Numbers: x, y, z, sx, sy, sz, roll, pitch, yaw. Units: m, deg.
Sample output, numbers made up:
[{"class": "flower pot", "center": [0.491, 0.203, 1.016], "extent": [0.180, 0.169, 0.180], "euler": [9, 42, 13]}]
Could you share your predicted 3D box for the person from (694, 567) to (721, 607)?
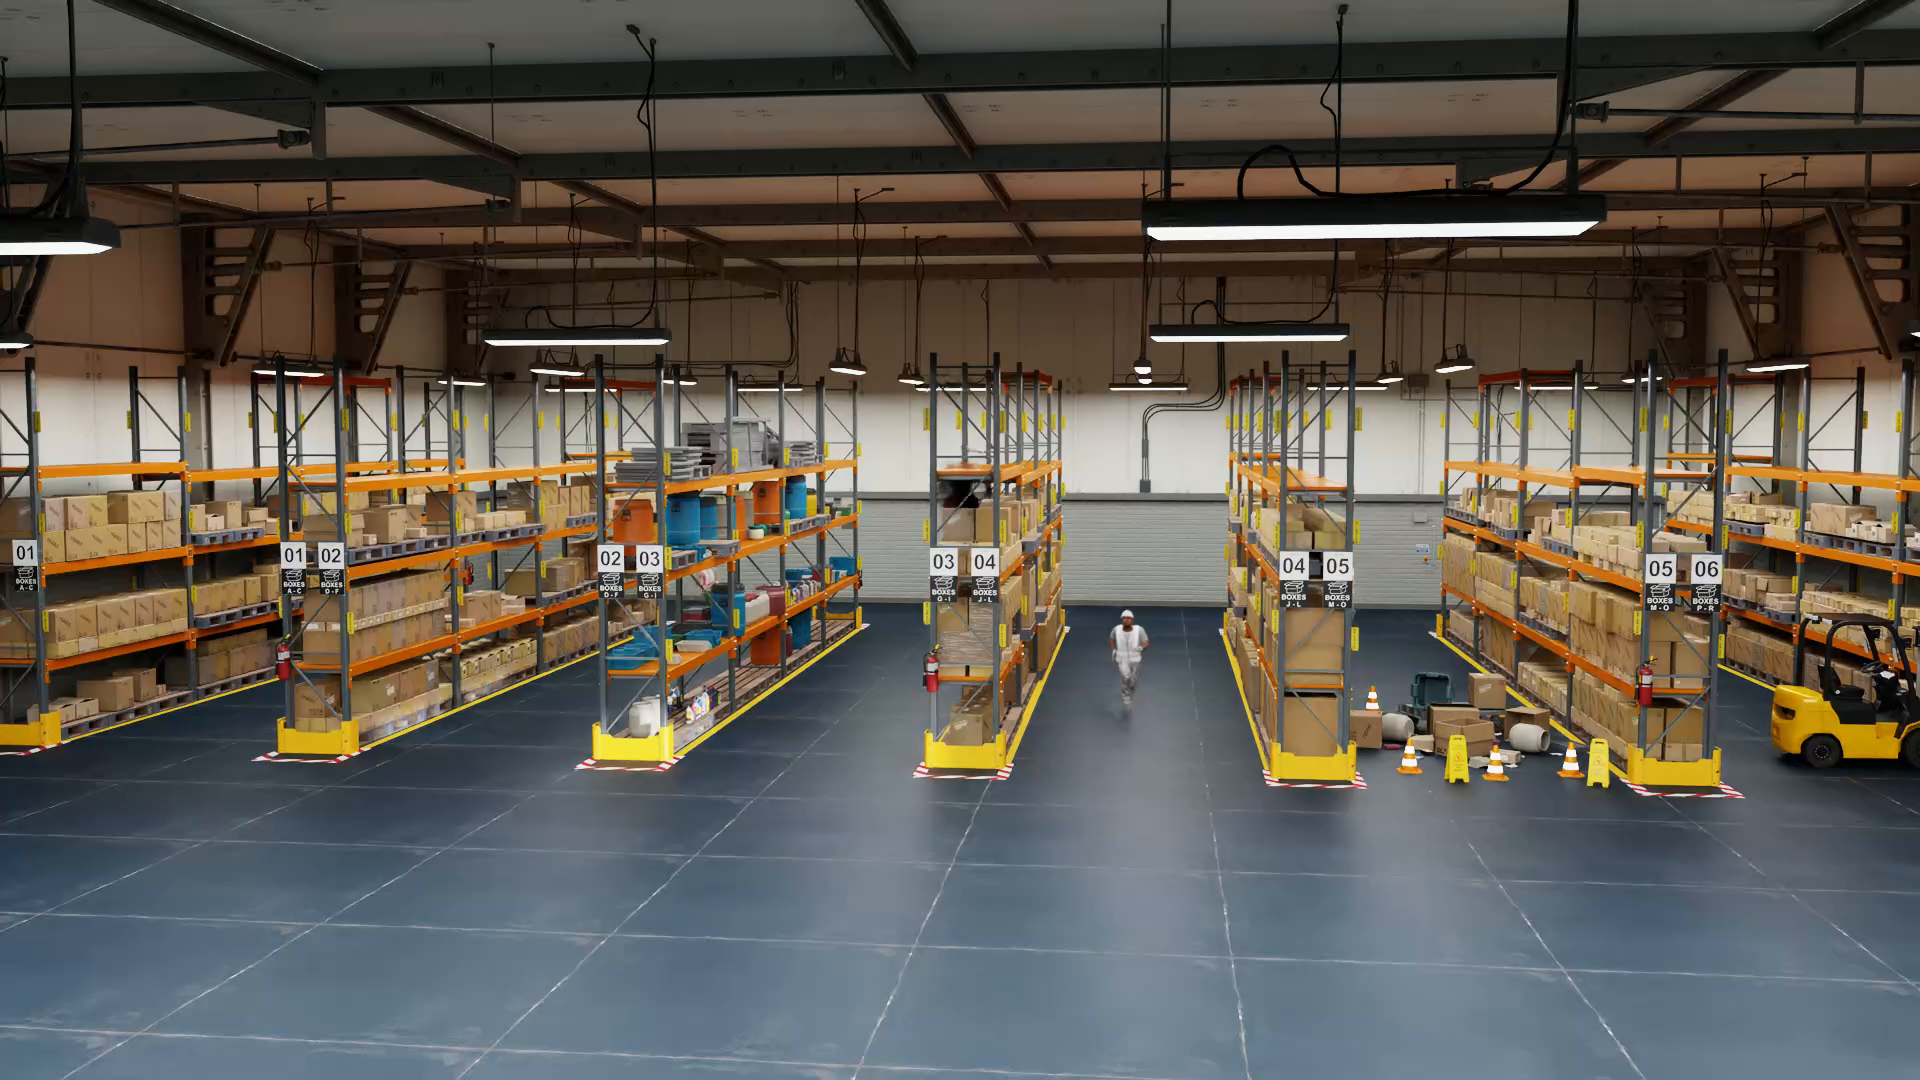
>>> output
[{"class": "person", "center": [-6.174, 1.255, 40.983], "extent": [0.696, 1.720, 0.529], "euler": [-3, 5, -32]}]

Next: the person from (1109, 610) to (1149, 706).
[{"class": "person", "center": [2.867, 2.011, 28.159], "extent": [0.665, 1.666, 0.928], "euler": [0, 4, 2]}]
